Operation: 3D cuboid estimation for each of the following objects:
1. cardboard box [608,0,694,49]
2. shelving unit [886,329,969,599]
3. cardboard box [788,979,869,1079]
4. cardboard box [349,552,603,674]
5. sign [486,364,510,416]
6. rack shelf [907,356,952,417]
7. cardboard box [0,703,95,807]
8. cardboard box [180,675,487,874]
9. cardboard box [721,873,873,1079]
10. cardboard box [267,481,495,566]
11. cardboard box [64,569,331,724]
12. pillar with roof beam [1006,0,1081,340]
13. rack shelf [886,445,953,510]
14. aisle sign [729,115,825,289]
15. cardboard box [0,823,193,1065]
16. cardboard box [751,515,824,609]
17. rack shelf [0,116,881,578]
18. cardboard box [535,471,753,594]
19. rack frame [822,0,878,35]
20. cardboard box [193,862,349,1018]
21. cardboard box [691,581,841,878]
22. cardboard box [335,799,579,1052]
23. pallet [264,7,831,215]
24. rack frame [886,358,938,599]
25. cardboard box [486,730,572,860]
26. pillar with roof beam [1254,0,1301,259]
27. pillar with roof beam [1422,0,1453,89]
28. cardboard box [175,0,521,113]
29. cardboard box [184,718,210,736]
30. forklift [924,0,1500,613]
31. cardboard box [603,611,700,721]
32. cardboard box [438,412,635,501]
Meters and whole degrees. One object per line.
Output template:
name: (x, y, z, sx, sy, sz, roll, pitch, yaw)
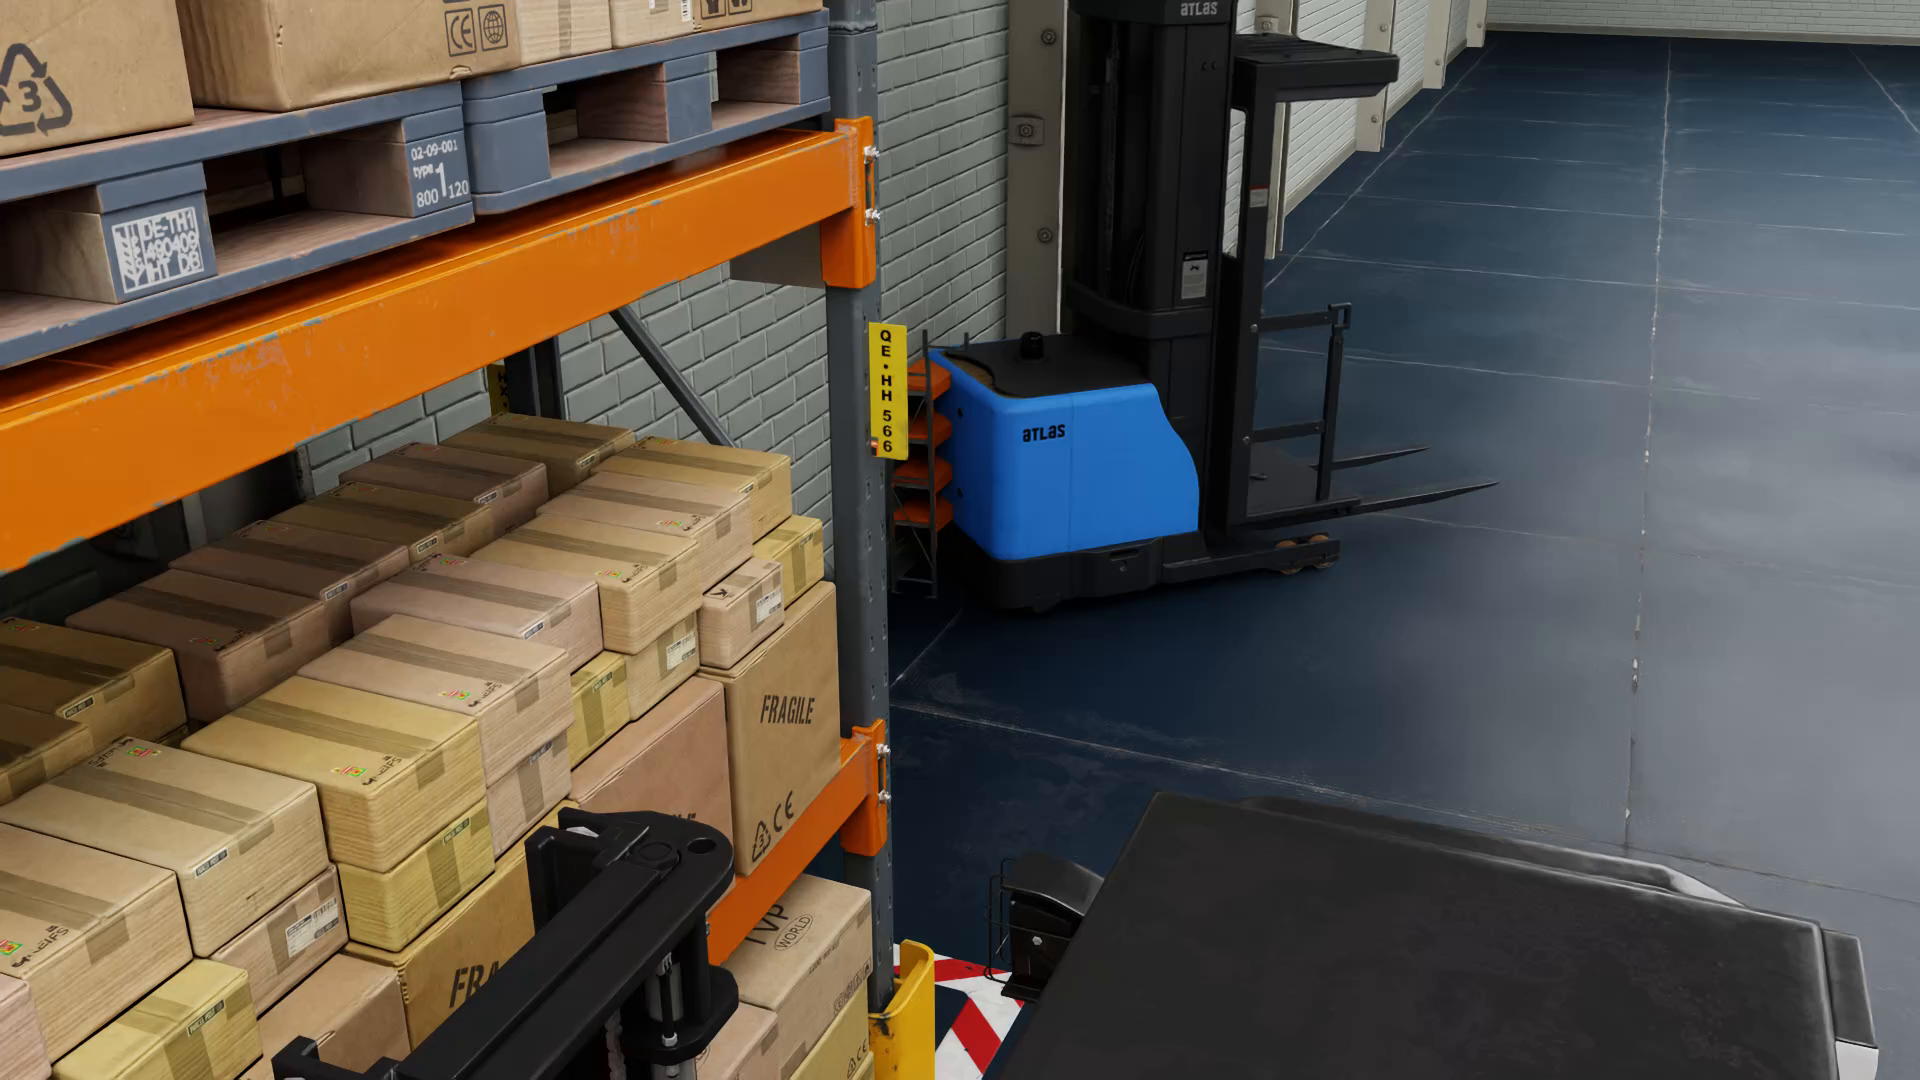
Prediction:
cardboard box: (-0.694, -0.952, 2.896, 0.380, 0.149, 0.250, 8, 24, 19)
shelving unit: (-0.146, -0.373, 8.096, 0.258, 1.200, 0.503, 7, 23, 21)
cardboard box: (-0.559, 1.280, 4.169, 0.500, 0.250, 0.500, 8, 24, 19)
cardboard box: (-0.902, 0.161, 3.116, 0.380, 0.149, 0.250, 9, 24, 20)
sign: (-1.181, -0.301, 4.353, 0.100, 0.325, 0.005, 9, 24, 20)
rack shelf: (-0.155, -0.739, 7.953, 0.258, 0.148, 0.480, 7, 23, 21)
cardboard box: (-1.592, 0.373, 2.609, 0.380, 0.149, 0.250, 9, 24, 20)
cardboard box: (-0.986, 0.363, 2.631, 0.380, 0.149, 0.250, 9, 24, 21)
cardboard box: (-0.549, 1.040, 4.095, 0.500, 0.250, 0.500, 10, 25, 22)
cardboard box: (-1.205, 0.009, 3.480, 0.380, 0.149, 0.250, 9, 24, 21)
cardboard box: (-1.385, 0.193, 3.039, 0.380, 0.149, 0.250, 10, 25, 22)
pillar with roof beam: (4.462, -3.962, 6.561, 9.100, 9.000, 0.400, 9, 24, 20)
rack shelf: (-0.144, -0.310, 8.121, 0.258, 0.148, 0.480, 7, 23, 21)
aisle sign: (-0.371, -0.965, 3.795, 0.394, 0.787, 0.004, 9, 24, 20)
cardboard box: (-1.279, 0.529, 2.233, 0.380, 0.149, 0.250, 9, 24, 20)
cardboard box: (-0.537, 0.035, 3.803, 0.380, 0.149, 0.250, 9, 24, 21)
rack shelf: (-1.411, -0.120, 2.187, 1.077, 0.370, 4.000, 9, 24, 20)
cardboard box: (-0.668, -0.015, 3.537, 0.380, 0.149, 0.250, 9, 24, 20)
rack frame: (-0.668, -2.552, 3.184, 1.000, 3.000, 0.127, 9, 24, 20)
cardboard box: (-1.167, 0.574, 2.512, 0.380, 0.149, 0.250, 9, 24, 20)
cardboard box: (-0.607, 0.384, 3.809, 0.500, 0.500, 0.500, 8, 24, 19)
cardboard box: (-0.998, 0.752, 2.929, 0.500, 0.500, 0.500, 8, 24, 19)
pallet: (-0.955, -0.878, 3.182, 1.003, 0.211, 1.213, 9, 24, 20)
rack frame: (-0.236, -0.288, 7.886, 0.240, 1.200, 0.015, 7, 23, 21)
cardboard box: (-0.915, 0.404, 2.919, 0.380, 0.149, 0.250, 8, 24, 18)
pillar with roof beam: (6.691, -6.110, 11.701, 9.100, 9.000, 0.400, 9, 24, 20)
pillar with roof beam: (11.148, -10.404, 21.982, 9.100, 9.000, 0.400, 9, 24, 20)
cardboard box: (-1.079, -0.908, 2.336, 0.700, 0.500, 0.500, 9, 24, 20)
cardboard box: (-1.482, 0.309, 3.148, 0.380, 0.149, 0.250, 9, 24, 21)
forklift: (1.376, -1.358, 8.200, 3.031, 2.935, 1.130, -9, 24, -20)
cardboard box: (-0.757, 0.215, 3.372, 0.380, 0.149, 0.250, 9, 24, 21)
cardboard box: (-0.991, -0.177, 3.924, 0.380, 0.149, 0.250, 8, 24, 19)
